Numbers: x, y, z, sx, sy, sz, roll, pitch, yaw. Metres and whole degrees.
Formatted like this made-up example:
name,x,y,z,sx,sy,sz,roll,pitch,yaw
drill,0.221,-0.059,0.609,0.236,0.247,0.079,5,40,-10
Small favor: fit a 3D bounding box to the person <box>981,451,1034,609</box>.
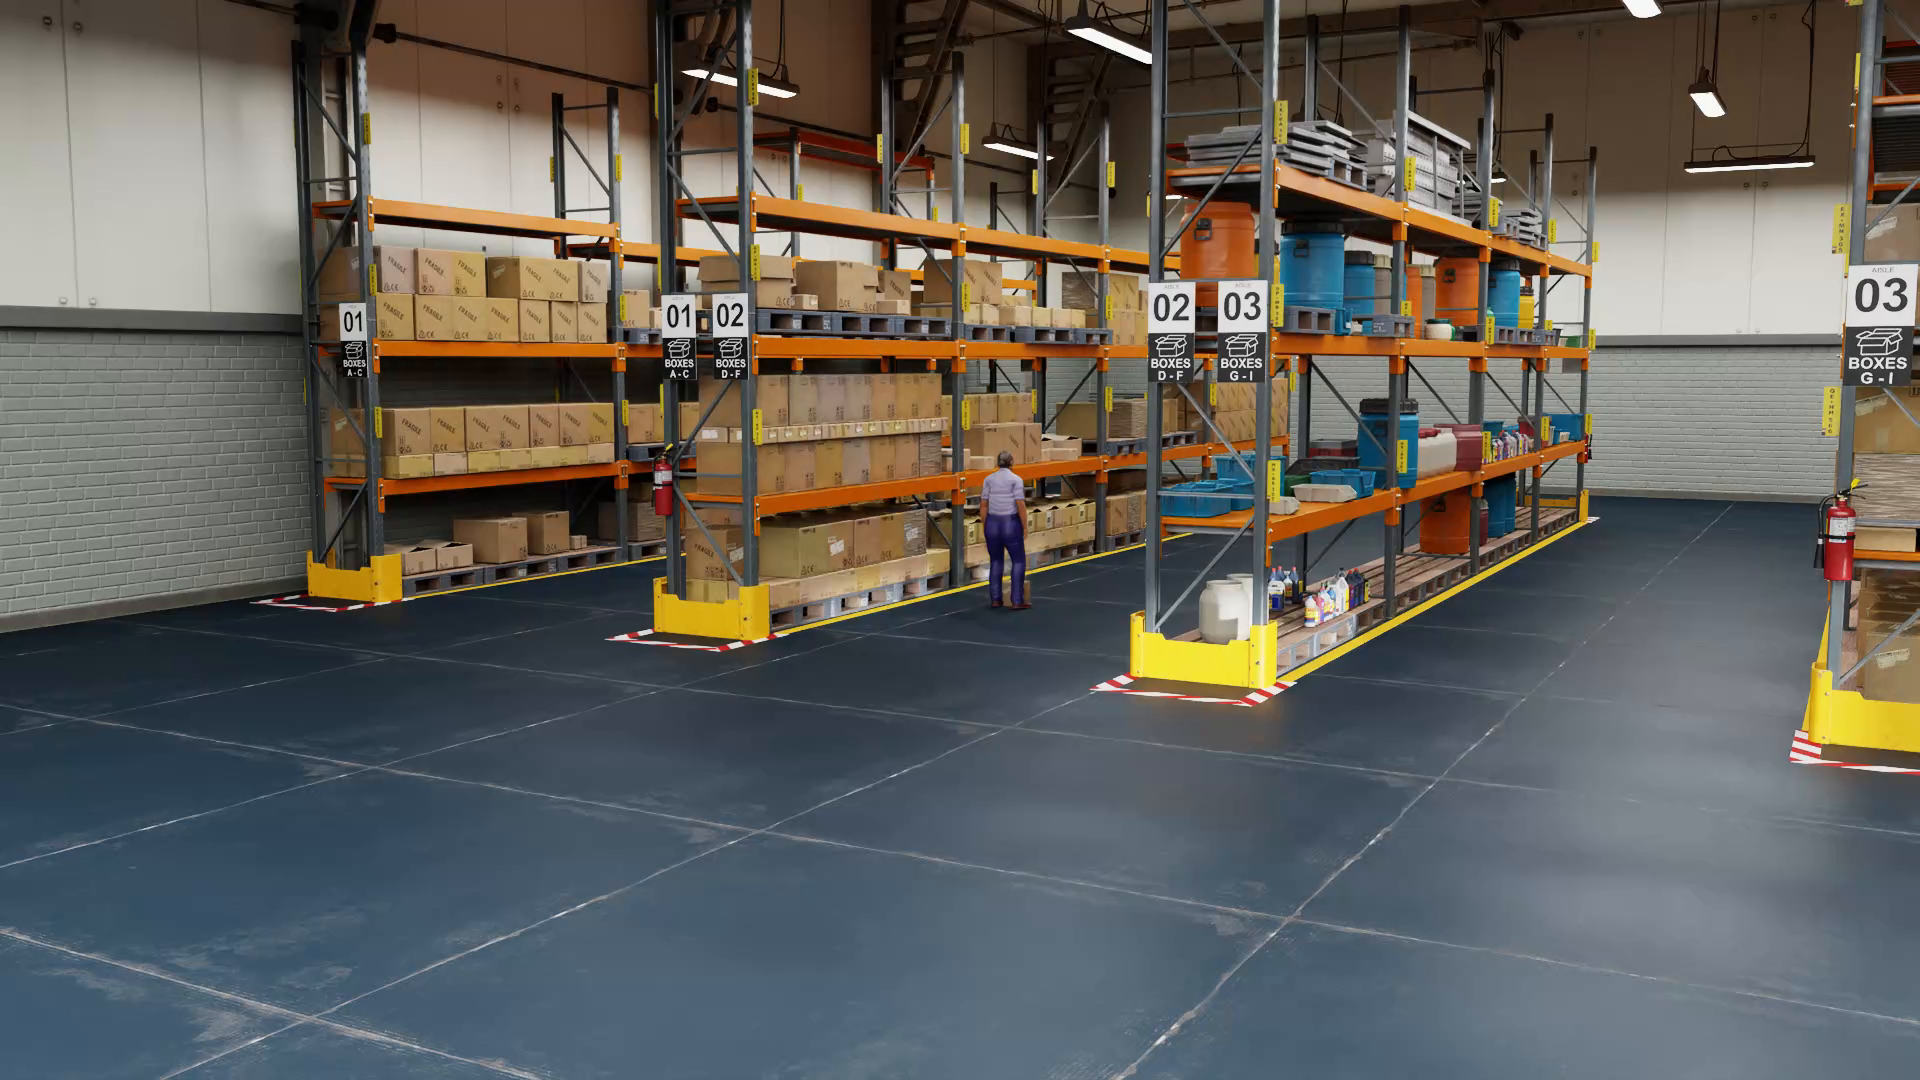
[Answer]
name,x,y,z,sx,sy,sz,roll,pitch,yaw
person,0.494,-0.111,17.451,0.544,1.652,0.379,3,7,28
